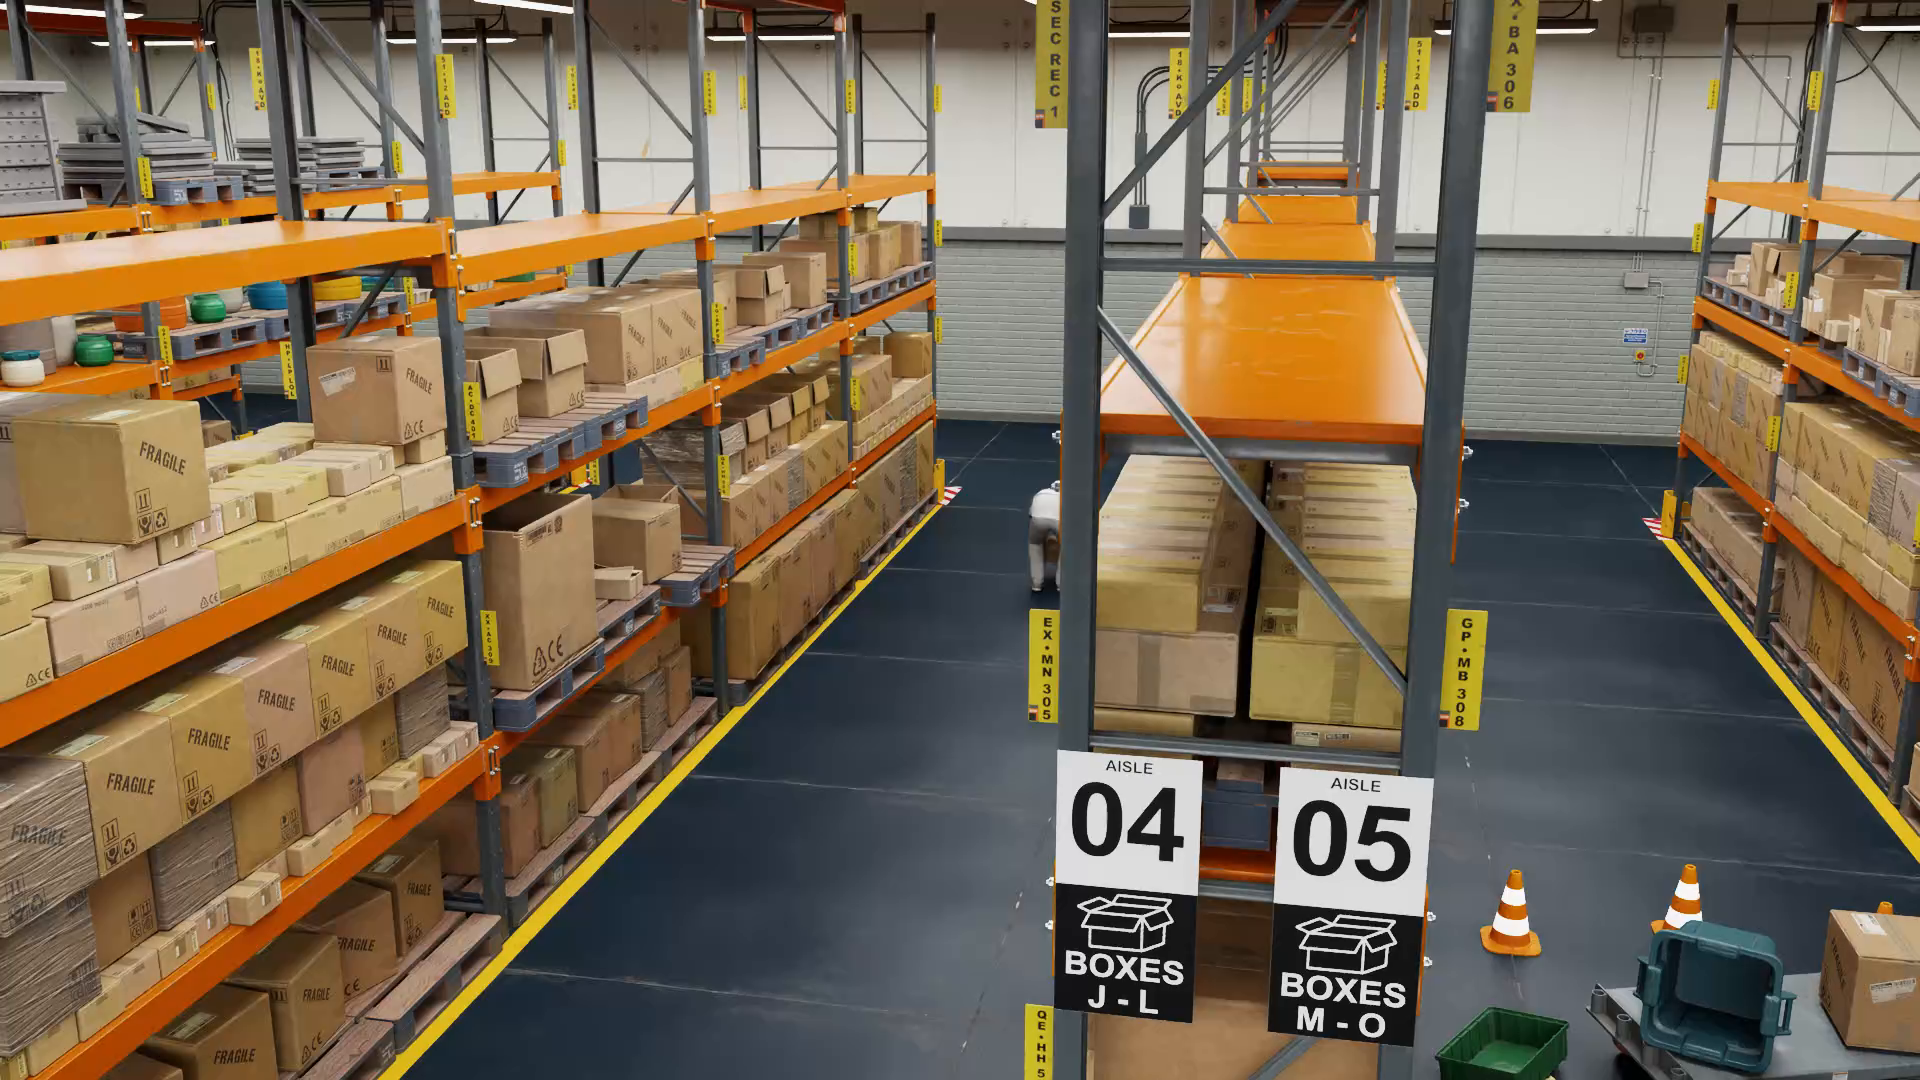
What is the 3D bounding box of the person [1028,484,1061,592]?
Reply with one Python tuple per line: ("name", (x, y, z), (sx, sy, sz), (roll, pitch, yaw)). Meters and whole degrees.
("person", (0.989, -0.055, 17.552), (0.505, 1.080, 1.044), (2, 15, 9))
